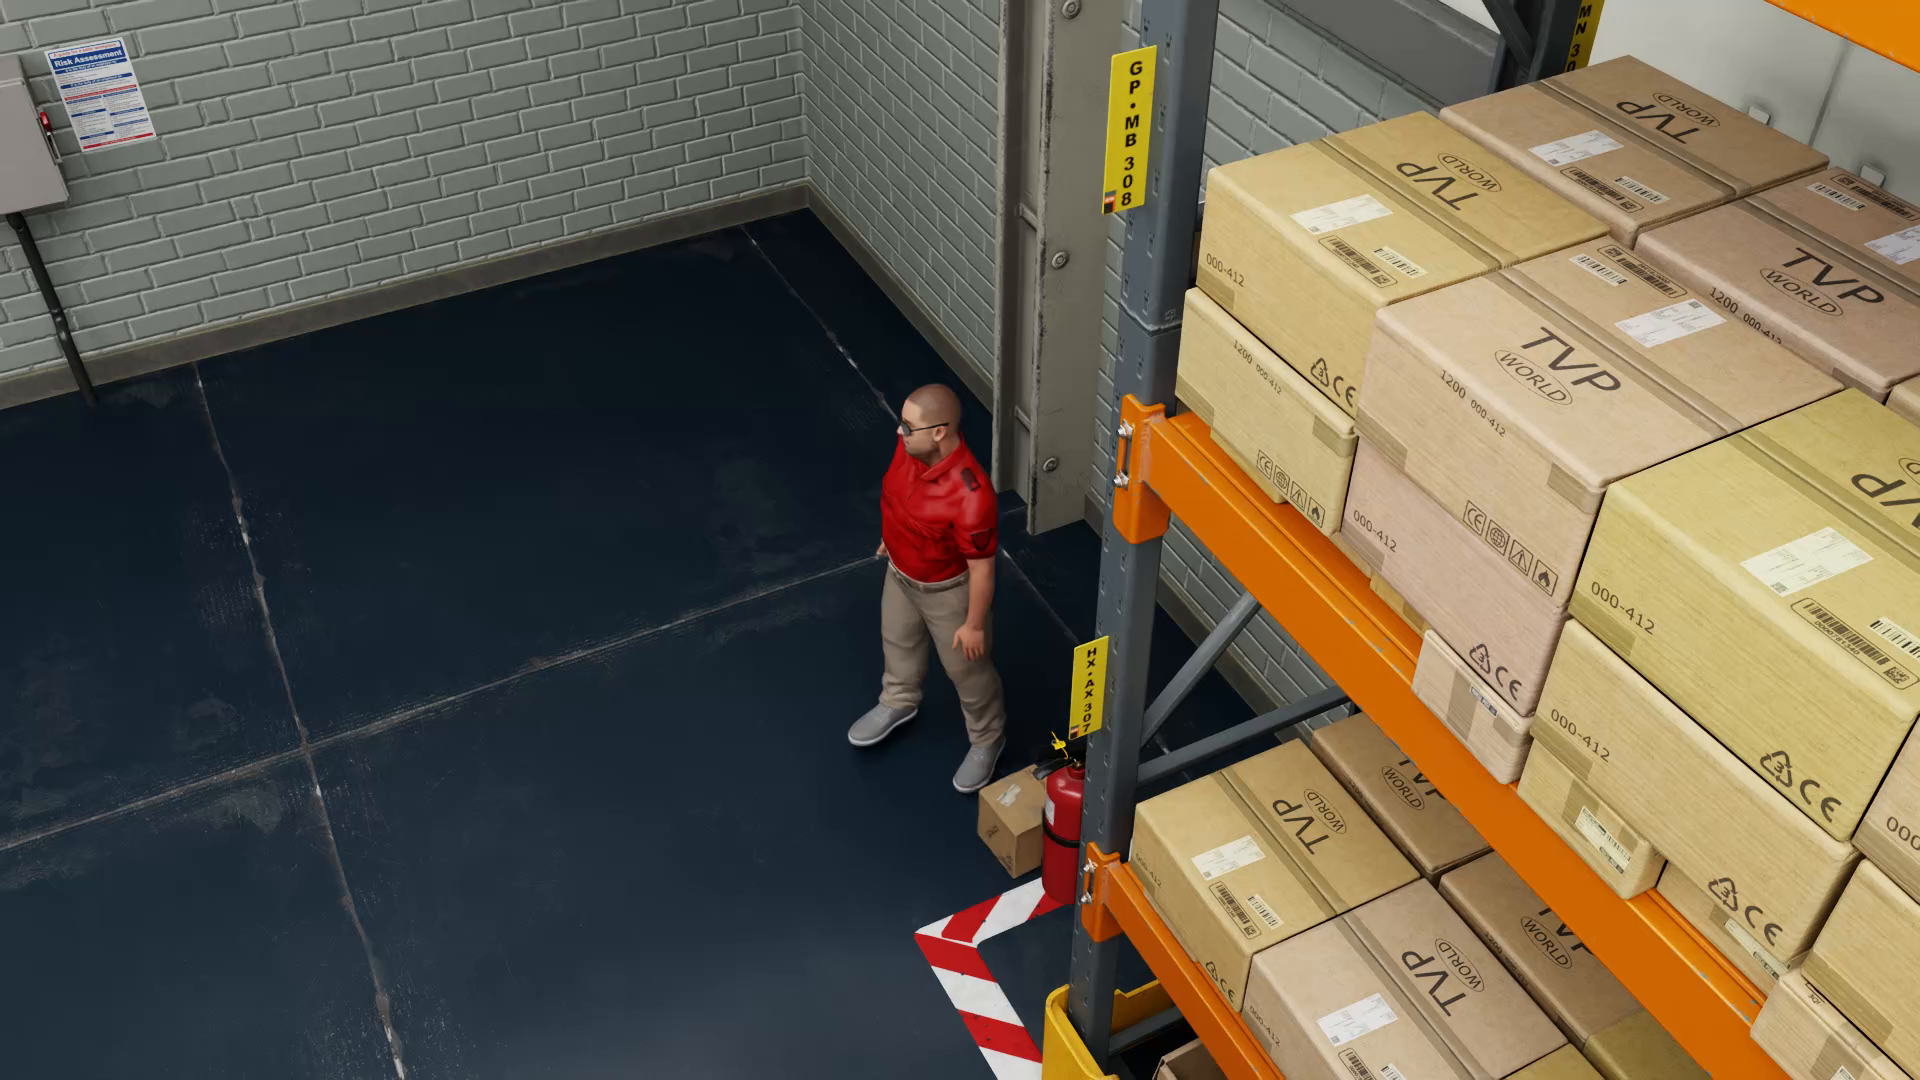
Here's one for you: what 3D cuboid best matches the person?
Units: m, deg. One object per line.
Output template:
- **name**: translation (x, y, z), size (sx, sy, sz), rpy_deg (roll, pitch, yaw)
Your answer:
- **person**: translation (-0.132, 0.151, 5.959), size (0.531, 1.731, 0.682), rpy_deg (-23, 46, -24)
